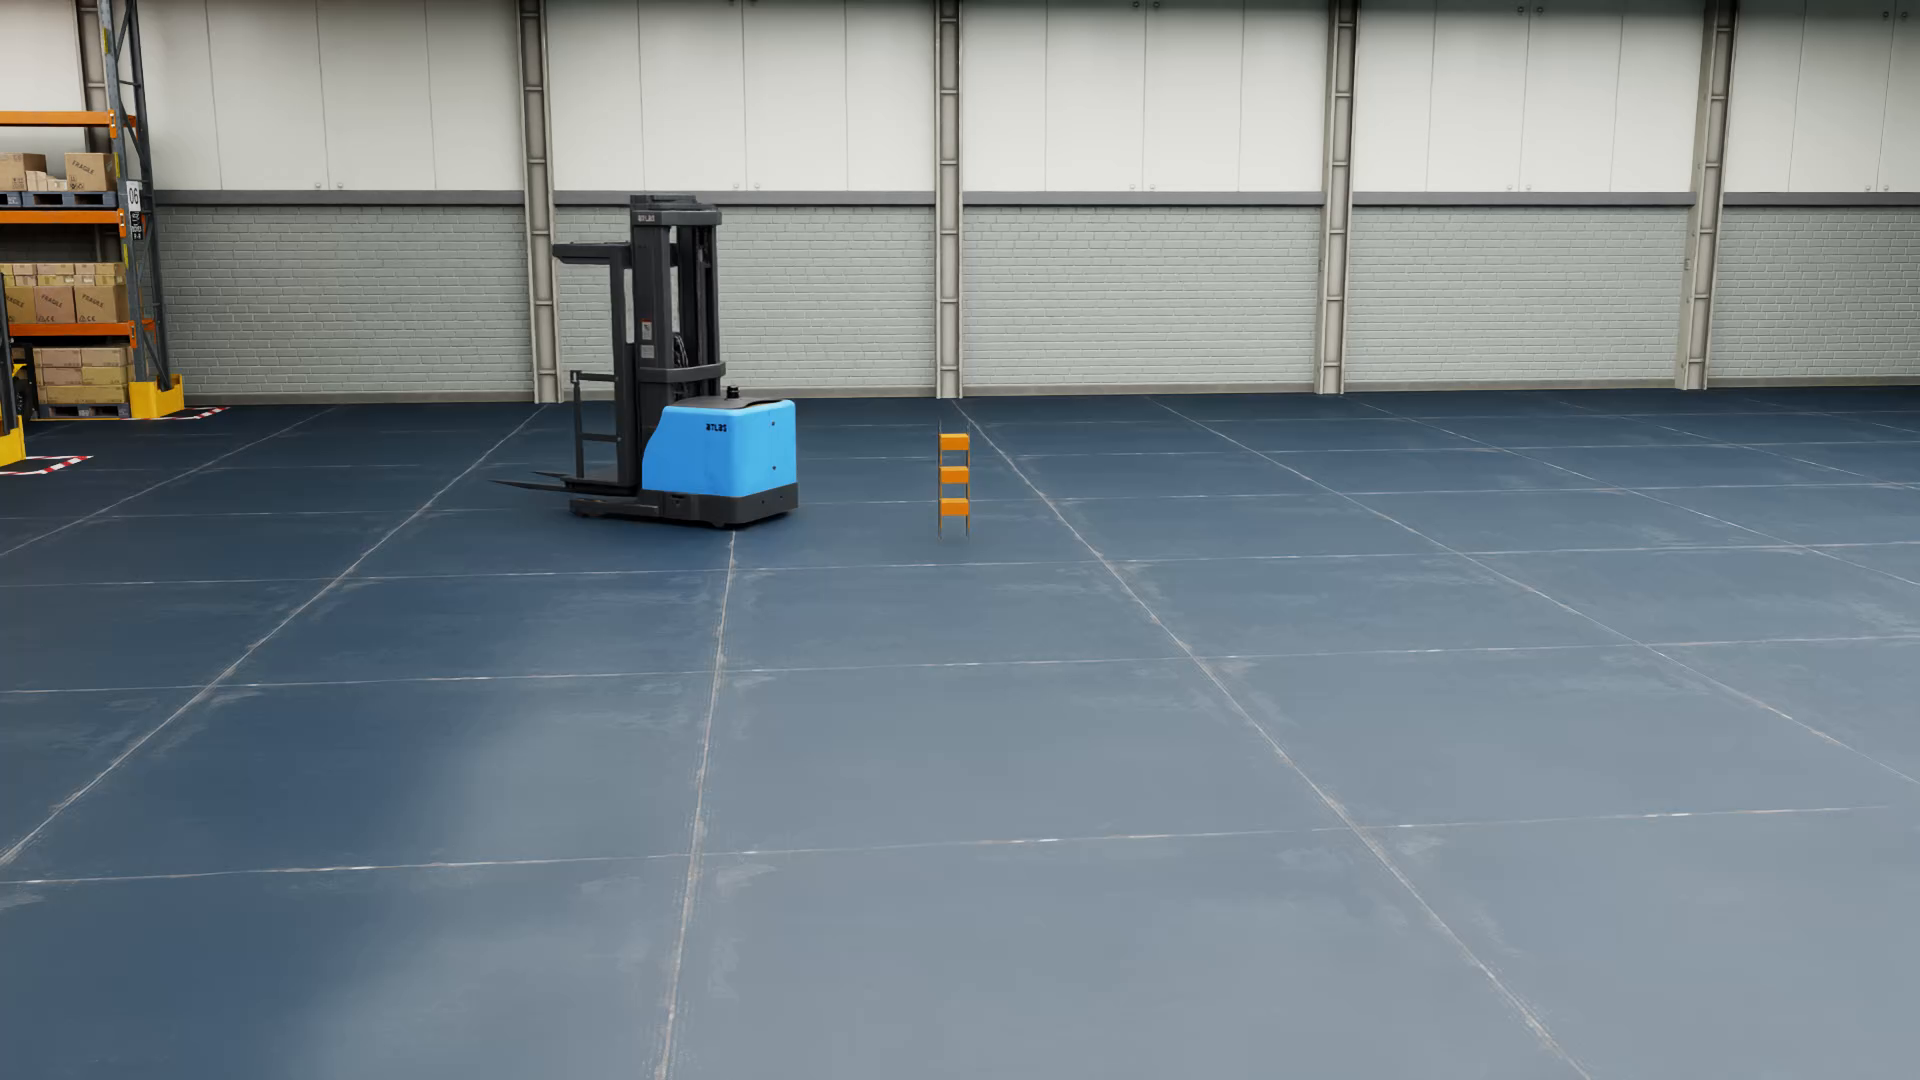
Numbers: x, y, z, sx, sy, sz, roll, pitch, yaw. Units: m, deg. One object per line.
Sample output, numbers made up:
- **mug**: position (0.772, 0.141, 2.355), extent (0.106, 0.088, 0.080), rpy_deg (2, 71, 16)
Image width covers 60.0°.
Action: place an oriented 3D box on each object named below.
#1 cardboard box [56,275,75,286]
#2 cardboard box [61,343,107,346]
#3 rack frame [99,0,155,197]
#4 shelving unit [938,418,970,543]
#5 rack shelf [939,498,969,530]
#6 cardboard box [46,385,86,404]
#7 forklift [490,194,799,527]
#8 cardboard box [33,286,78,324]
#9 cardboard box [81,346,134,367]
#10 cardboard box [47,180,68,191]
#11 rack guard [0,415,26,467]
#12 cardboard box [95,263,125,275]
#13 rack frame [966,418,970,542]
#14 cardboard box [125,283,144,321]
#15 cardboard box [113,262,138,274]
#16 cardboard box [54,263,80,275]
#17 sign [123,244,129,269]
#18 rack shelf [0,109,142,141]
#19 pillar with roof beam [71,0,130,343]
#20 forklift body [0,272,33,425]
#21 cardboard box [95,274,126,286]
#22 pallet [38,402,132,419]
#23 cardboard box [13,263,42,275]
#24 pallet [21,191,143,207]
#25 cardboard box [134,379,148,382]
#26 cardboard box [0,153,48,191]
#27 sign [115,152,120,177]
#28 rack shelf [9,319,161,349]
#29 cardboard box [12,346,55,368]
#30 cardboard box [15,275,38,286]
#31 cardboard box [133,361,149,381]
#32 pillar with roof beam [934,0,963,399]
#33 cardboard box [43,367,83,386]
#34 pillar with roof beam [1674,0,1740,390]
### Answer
- **cardboard box**: position (-12.144, -3.555, 22.732), extent (0.250, 0.149, 0.380), rpy_deg (-1, 11, -5)
- **cardboard box**: position (-12.308, -2.615, 23.343), extent (0.500, 0.250, 0.500), rpy_deg (-1, 11, -6)
- **rack frame**: position (-11.314, -6.196, 22.559), extent (0.127, 3.000, 1.000), rpy_deg (-1, 11, -6)
- **shelving unit**: position (-0.053, -0.514, 14.261), extent (0.252, 1.050, 0.215), rpy_deg (-1, 11, -6)
- **rack shelf**: position (-0.053, -0.231, 14.317), extent (0.240, 0.259, 0.215), rpy_deg (-1, 11, -6)
- **cardboard box**: position (-12.242, -2.031, 22.961), extent (0.500, 0.250, 0.500), rpy_deg (-1, 11, -6)
- **forklift**: position (-3.065, -1.725, 15.542), extent (3.031, 2.935, 1.130), rpy_deg (5, 12, 26)
- **cardboard box**: position (-12.292, -3.232, 22.774), extent (0.500, 0.500, 0.500), rpy_deg (-1, 11, -4)
- **cardboard box**: position (-11.738, -2.531, 22.913), extent (0.500, 0.250, 0.500), rpy_deg (-1, 11, -4)
- **cardboard box**: position (-12.105, -4.781, 22.439), extent (0.250, 0.149, 0.380), rpy_deg (-2, 11, -8)
- **rack guard**: position (-10.850, -1.073, 18.529), extent (0.348, 0.500, 1.175), rpy_deg (-1, 11, -6)
- **cardboard box**: position (-11.647, -3.718, 22.793), extent (0.250, 0.149, 0.380), rpy_deg (-1, 11, -6)
- **rack frame**: position (0.068, -0.517, 14.274), extent (0.008, 1.050, 0.200), rpy_deg (-1, 11, -6)
- **cardboard box**: position (-11.836, -3.345, 23.347), extent (0.500, 0.500, 0.500), rpy_deg (-1, 11, -4)
- **cardboard box**: position (-11.671, -3.800, 23.210), extent (0.250, 0.149, 0.380), rpy_deg (-1, 11, -7)
- **cardboard box**: position (-12.146, -3.696, 22.683), extent (0.250, 0.149, 0.380), rpy_deg (-1, 11, -5)
- **sign**: position (-11.269, -3.833, 22.473), extent (0.005, 0.325, 0.100), rpy_deg (-1, 11, -6)
- **rack shelf**: position (-13.302, -5.606, 22.455), extent (4.000, 0.370, 1.077), rpy_deg (-1, 11, -6)
- **pillar with roof beam**: position (-11.638, -5.529, 19.165), extent (0.400, 9.000, 9.100), rpy_deg (-1, 11, -6)
- **forklift body**: position (-13.002, -2.447, 21.239), extent (1.214, 2.155, 2.313), rpy_deg (-1, 11, -6)
- **cardboard box**: position (-11.628, -3.559, 22.756), extent (0.250, 0.149, 0.380), rpy_deg (-1, 11, -5)
- **pallet**: position (-12.070, -1.861, 23.285), extent (1.213, 0.211, 1.003), rpy_deg (-1, 11, -6)
- **cardboard box**: position (-12.649, -3.679, 22.593), extent (0.250, 0.149, 0.380), rpy_deg (-1, 11, -5)
- **pallet**: position (-12.020, -4.672, 22.807), extent (1.213, 0.211, 1.003), rpy_deg (-1, 11, -6)
- **cardboard box**: position (-11.823, -2.137, 23.501), extent (0.500, 0.250, 0.500), rpy_deg (-1, 11, -6)
- **cardboard box**: position (-12.757, -4.971, 22.493), extent (0.500, 0.500, 0.700), rpy_deg (-1, 11, -6)
- **sign**: position (-11.269, -5.016, 22.240), extent (0.005, 0.325, 0.100), rpy_deg (-1, 11, -6)
- **rack shelf**: position (-13.302, -2.858, 22.995), extent (4.000, 0.370, 1.077), rpy_deg (-1, 11, -6)
- **cardboard box**: position (-12.745, -2.507, 22.790), extent (0.500, 0.250, 0.500), rpy_deg (-1, 11, -5)
- **cardboard box**: position (-12.652, -3.537, 22.642), extent (0.250, 0.149, 0.380), rpy_deg (-2, 11, -8)
- **cardboard box**: position (-11.804, -2.385, 23.467), extent (0.500, 0.250, 0.500), rpy_deg (-1, 11, -5)
- **pillar with roof beam**: position (0.291, -5.779, 20.437), extent (0.400, 9.000, 9.100), rpy_deg (-1, 11, -6)
- **cardboard box**: position (-12.264, -2.277, 22.915), extent (0.500, 0.250, 0.500), rpy_deg (-1, 11, -7)
- **pillar with roof beam**: position (12.221, -6.029, 21.708), extent (0.400, 9.000, 9.100), rpy_deg (-1, 11, -6)
